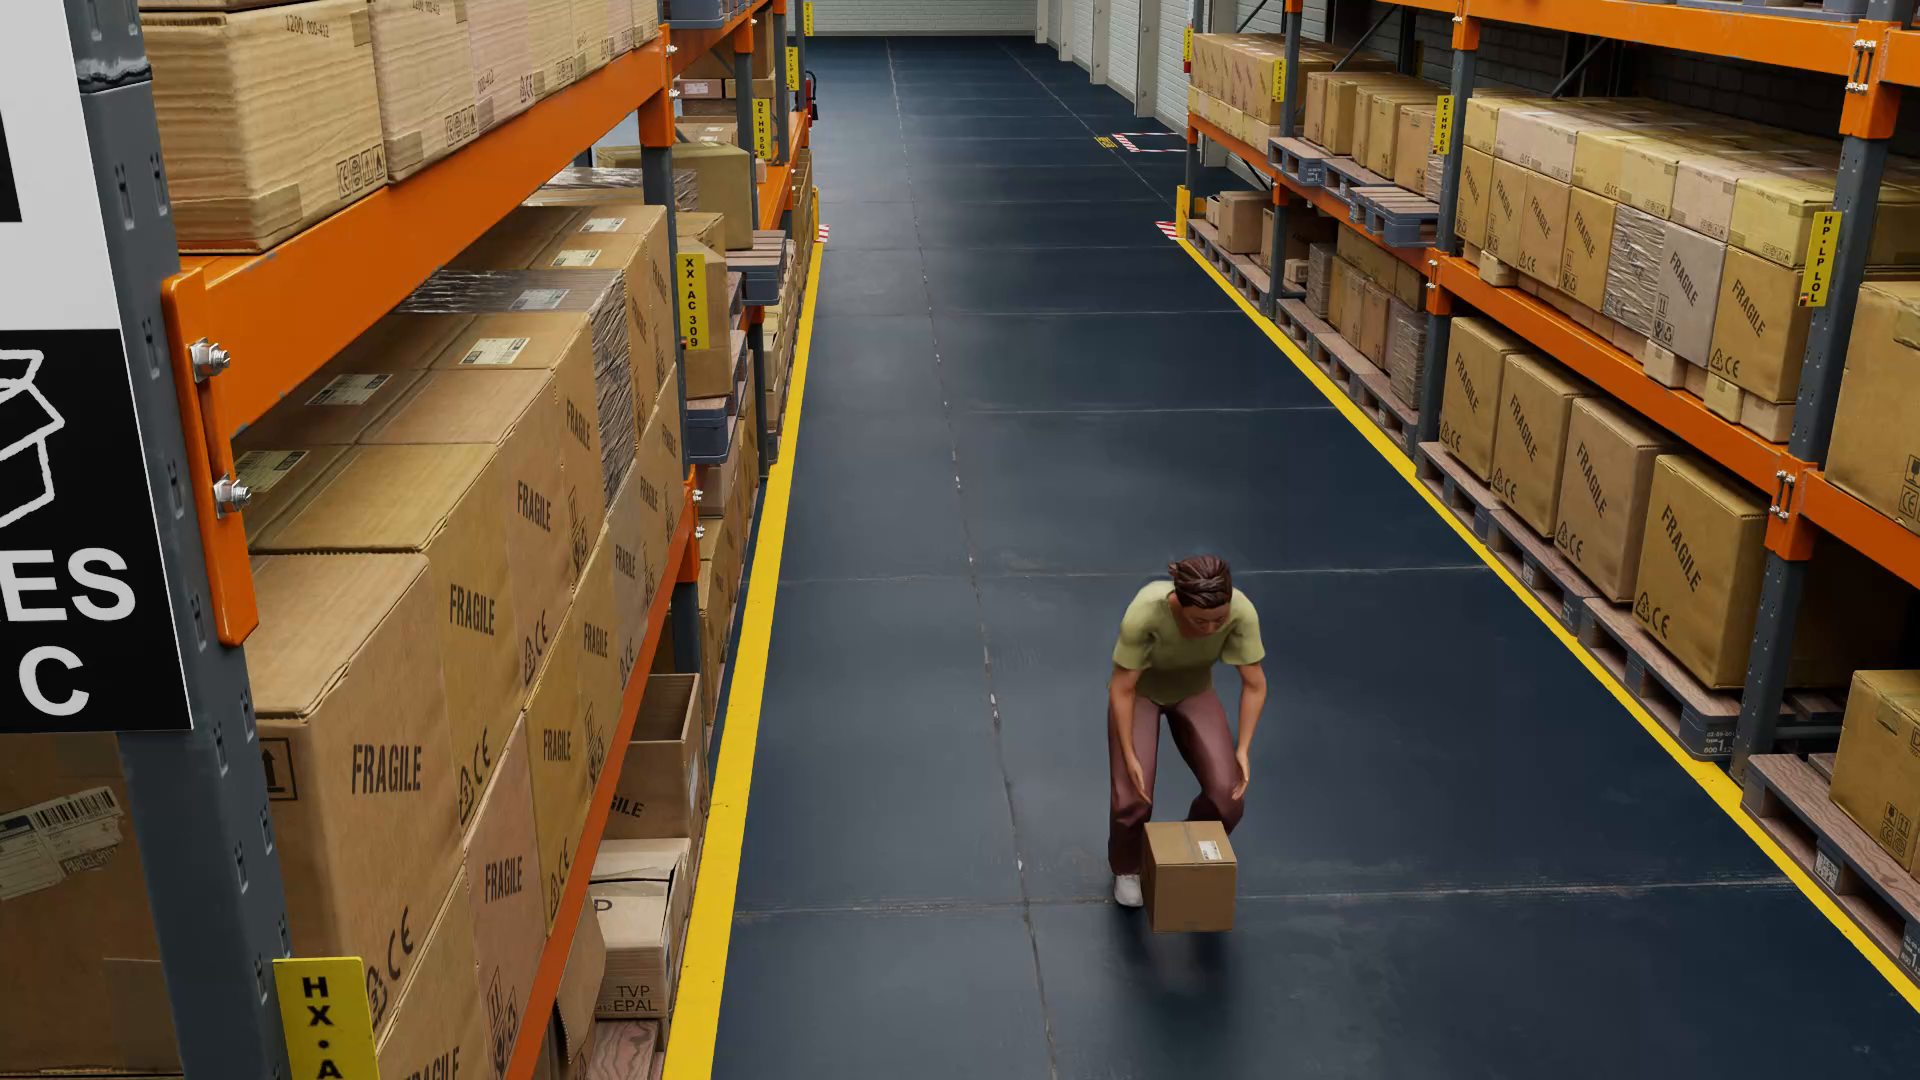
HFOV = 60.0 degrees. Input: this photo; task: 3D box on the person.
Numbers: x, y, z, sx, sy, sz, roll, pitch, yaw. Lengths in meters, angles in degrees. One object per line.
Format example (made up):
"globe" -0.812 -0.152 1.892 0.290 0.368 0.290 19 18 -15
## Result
"person" 0.731 0.604 5.484 0.511 1.315 0.666 -1 20 -3
